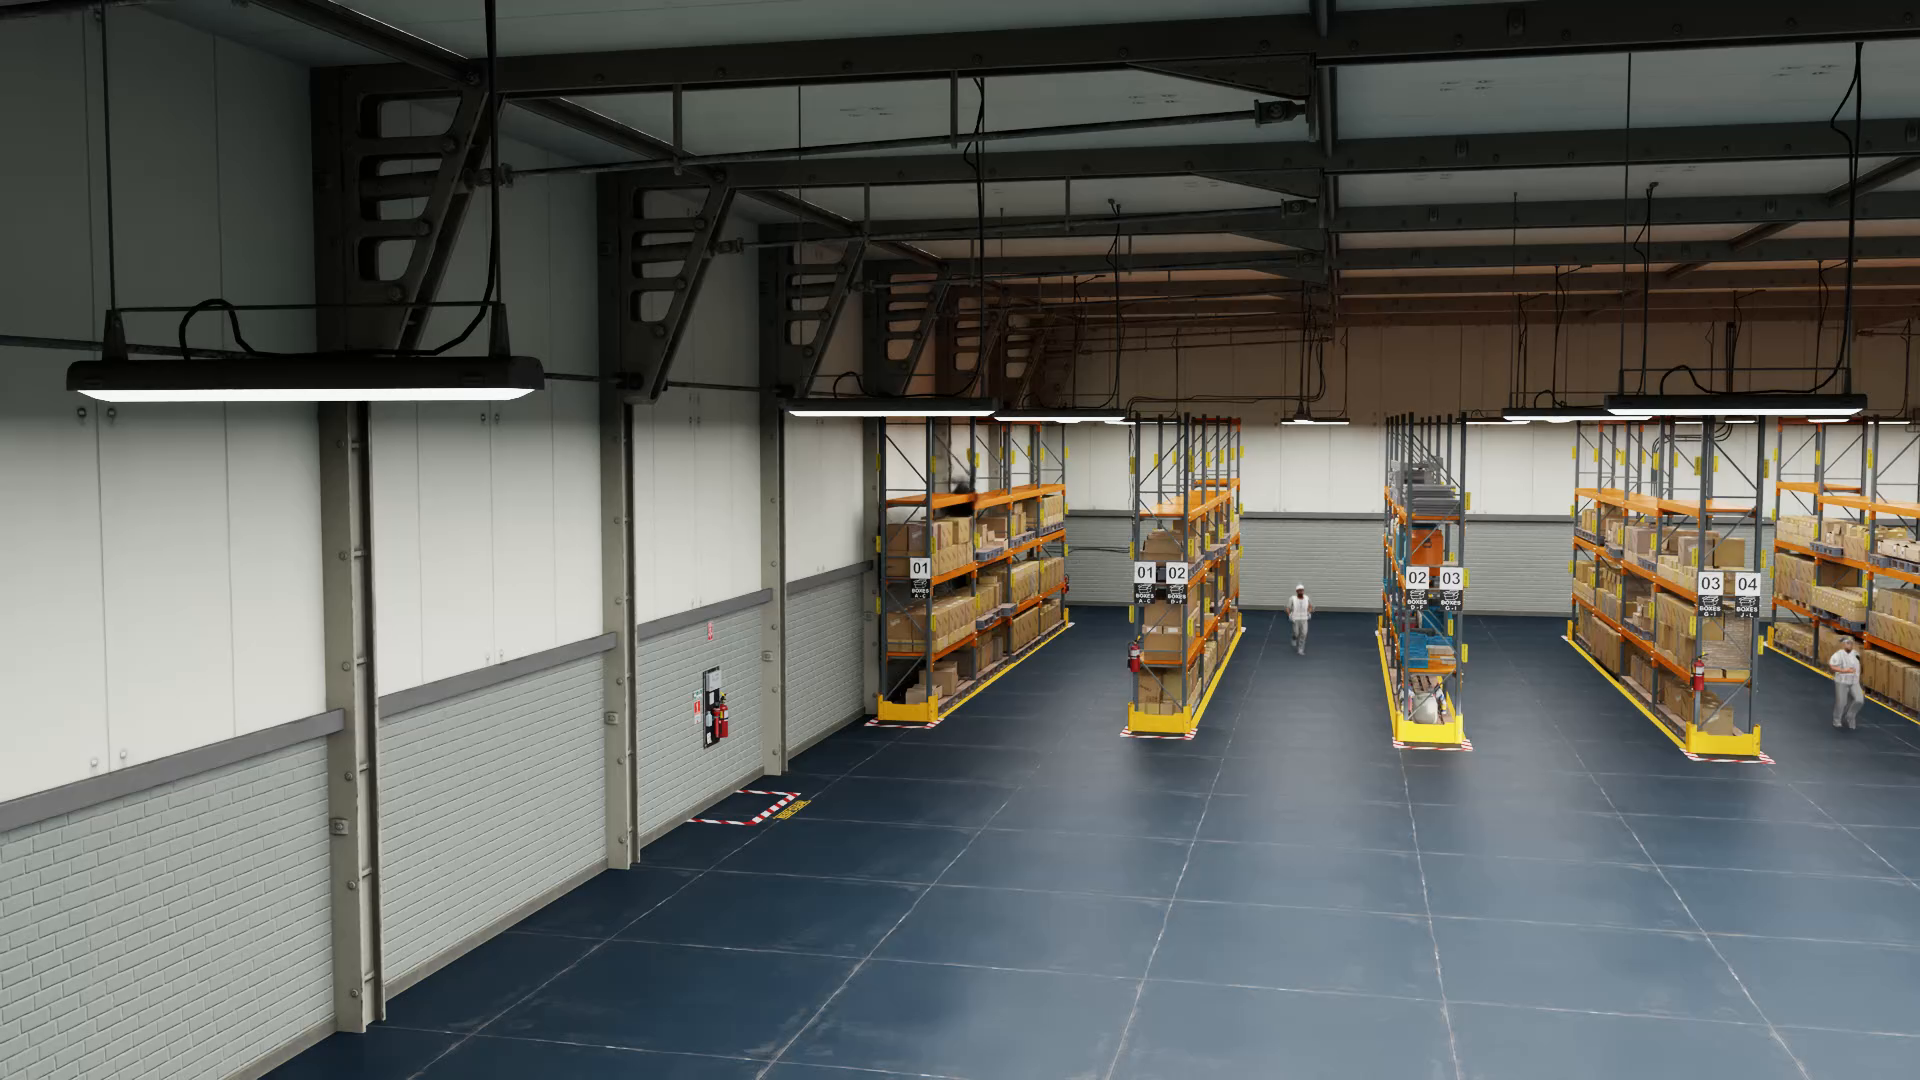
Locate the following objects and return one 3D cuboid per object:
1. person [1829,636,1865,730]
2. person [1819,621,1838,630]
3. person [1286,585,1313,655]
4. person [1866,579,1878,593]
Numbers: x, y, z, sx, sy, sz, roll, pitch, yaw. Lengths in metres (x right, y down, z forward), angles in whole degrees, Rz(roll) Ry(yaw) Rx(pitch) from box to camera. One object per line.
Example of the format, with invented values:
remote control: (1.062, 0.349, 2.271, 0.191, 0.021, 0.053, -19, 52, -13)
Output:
person: (16.826, 2.712, 31.513, 0.699, 1.799, 0.690, 0, 4, -2)
person: (22.907, 1.832, 44.271, 0.719, 1.735, 0.966, -1, 4, -20)
person: (8.606, 2.013, 42.109, 0.681, 1.753, 0.726, 0, 4, 0)
person: (24.159, 1.870, 44.205, 0.599, 1.728, 0.682, 1, 4, 11)
